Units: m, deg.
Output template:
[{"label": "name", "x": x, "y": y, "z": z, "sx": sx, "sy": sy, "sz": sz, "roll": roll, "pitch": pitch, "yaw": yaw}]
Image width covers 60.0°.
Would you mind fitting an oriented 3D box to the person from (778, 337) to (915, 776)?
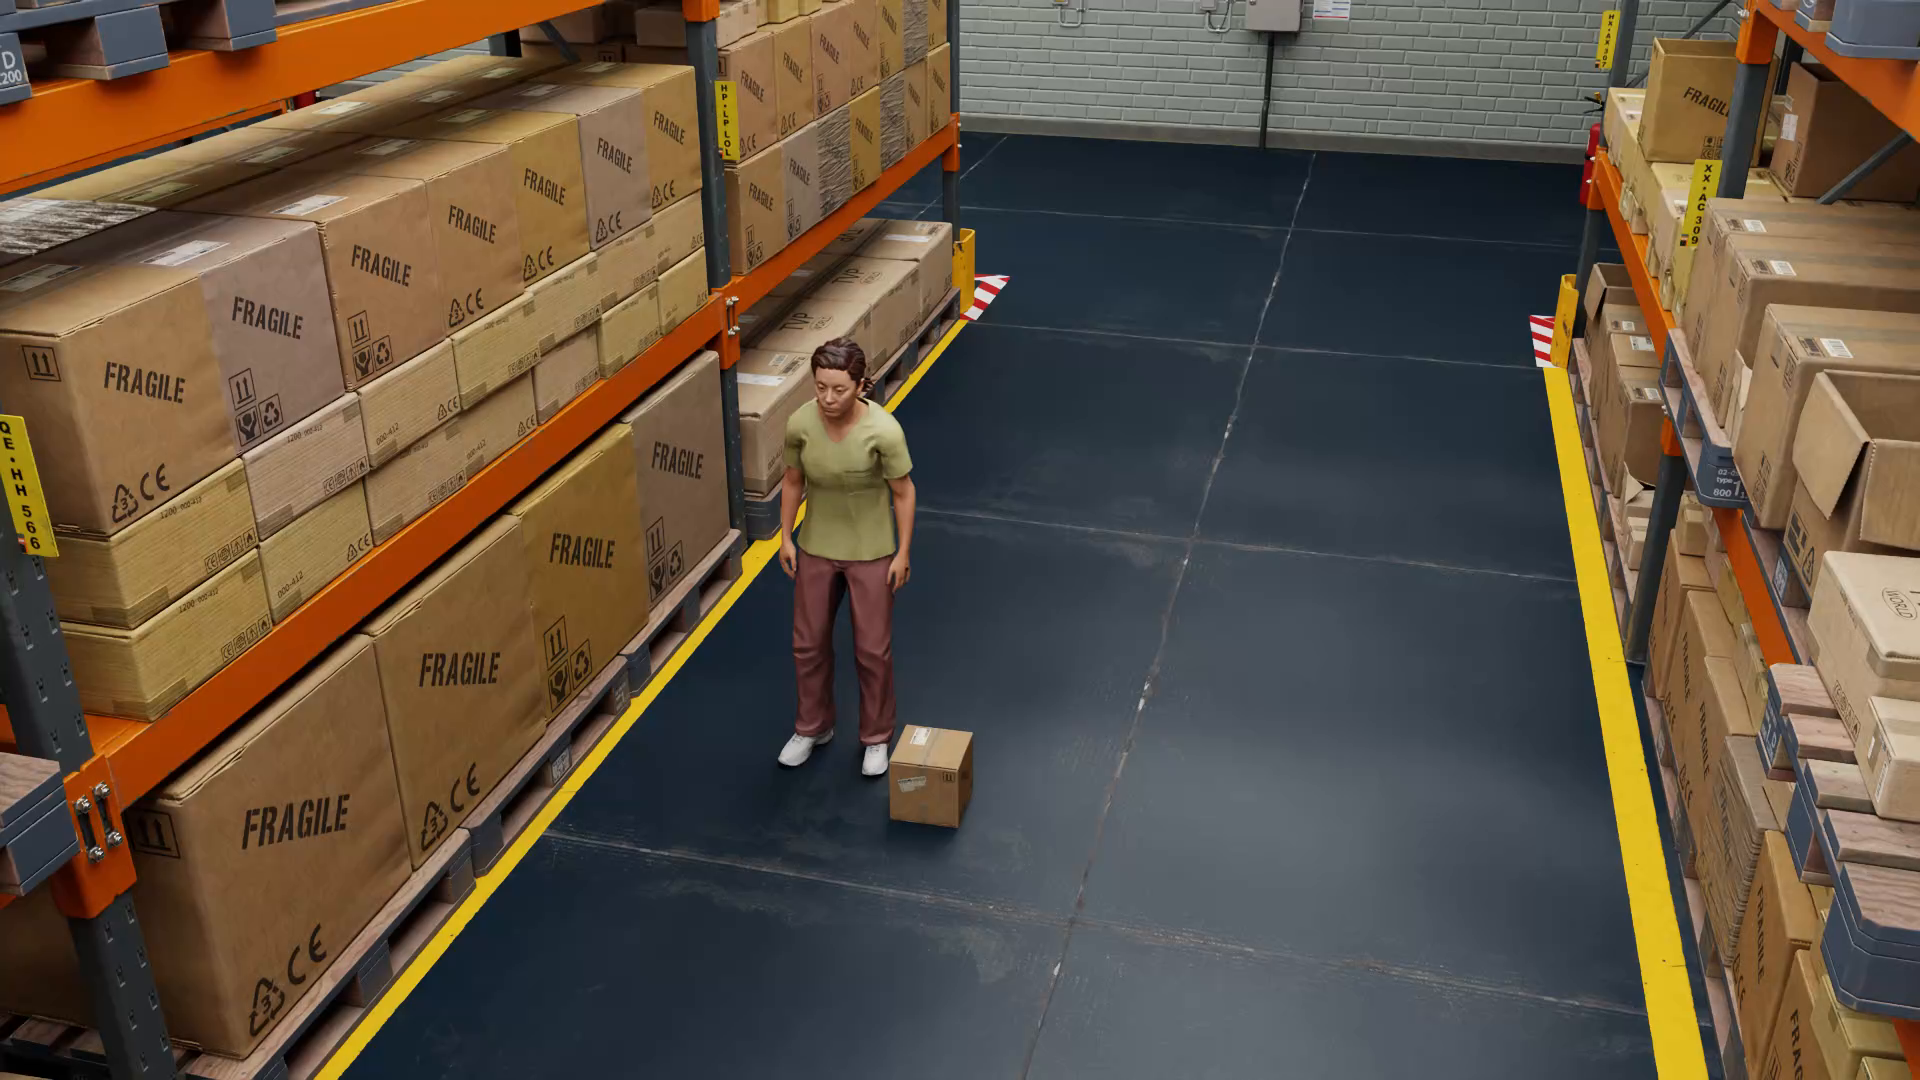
[{"label": "person", "x": -0.414, "y": 0.058, "z": 5.987, "sx": 0.499, "sy": 1.673, "sz": 0.354, "roll": 6, "pitch": 26, "yaw": 13}]
